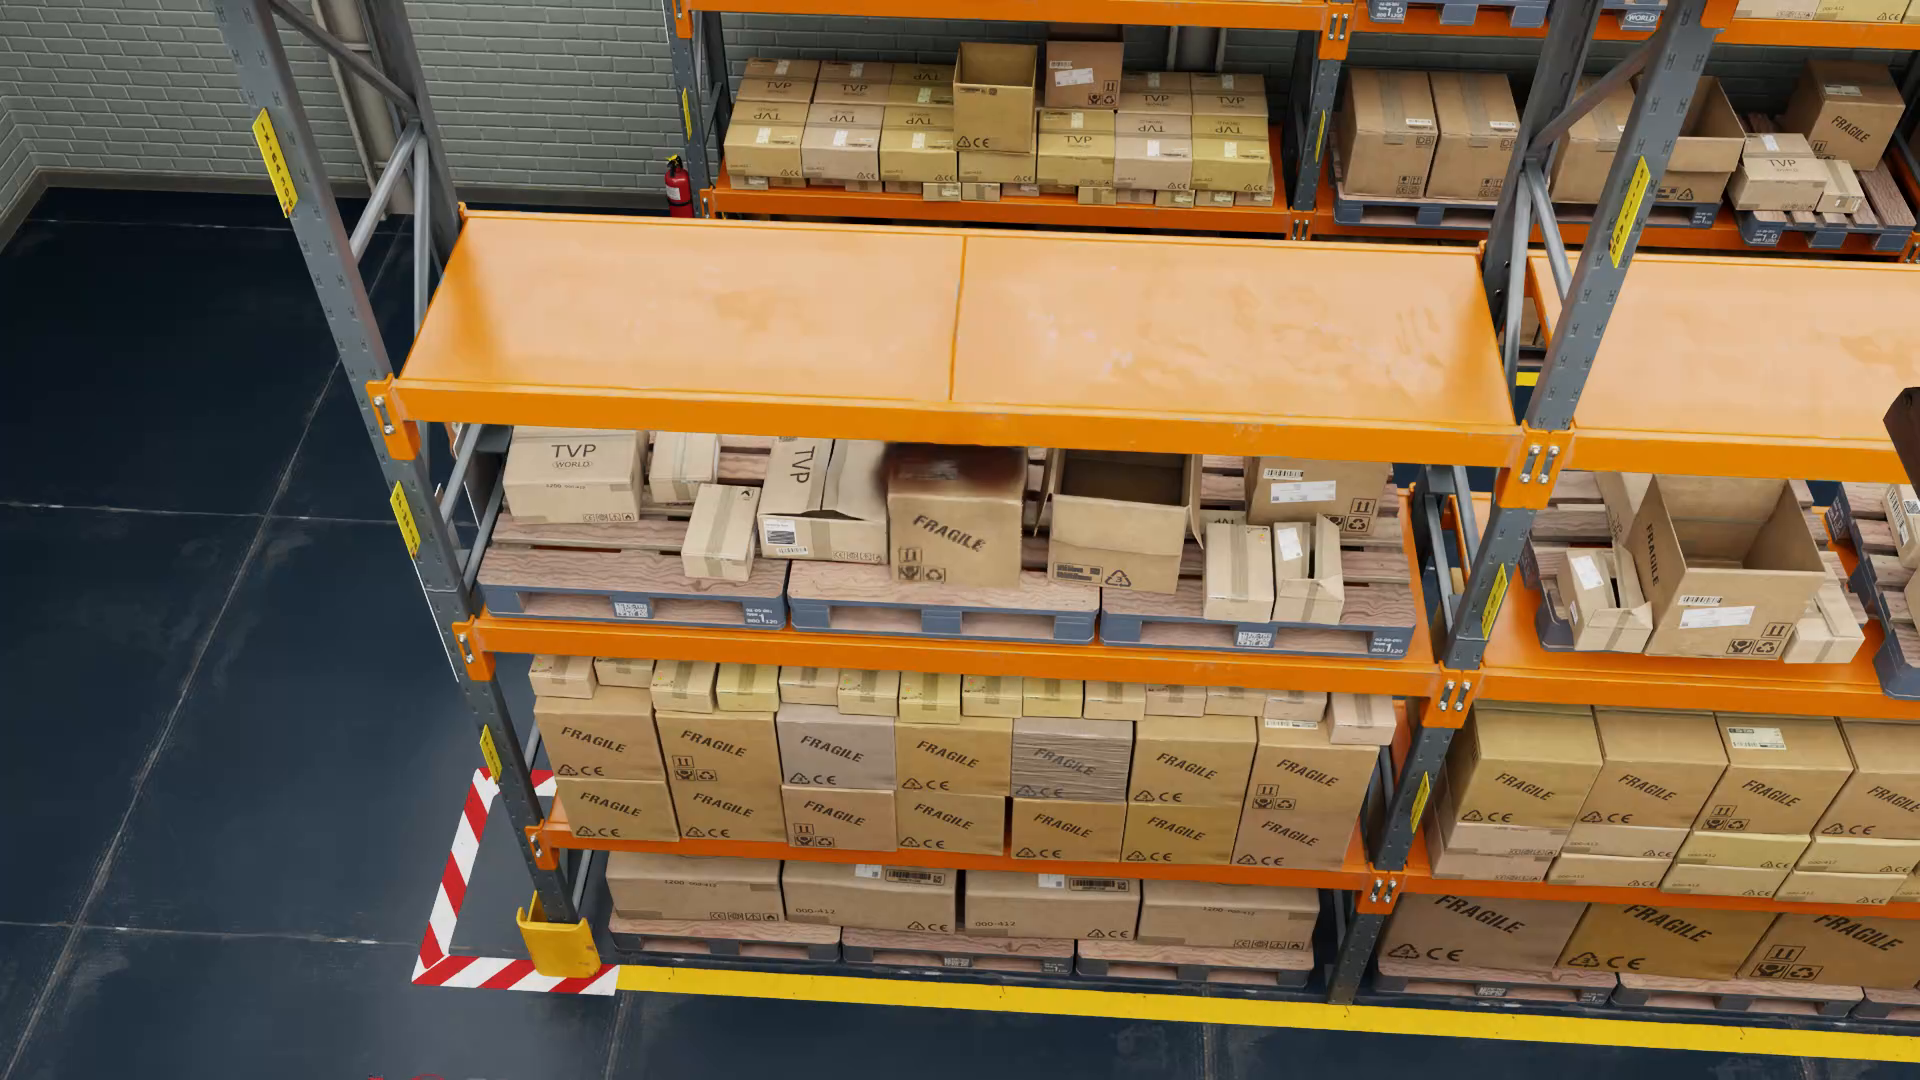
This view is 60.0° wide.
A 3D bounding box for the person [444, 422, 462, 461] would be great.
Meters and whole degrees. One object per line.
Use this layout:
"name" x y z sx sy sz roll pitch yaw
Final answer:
"person" -2.923 -0.719 10.265 0.481 1.641 0.482 2 48 1
